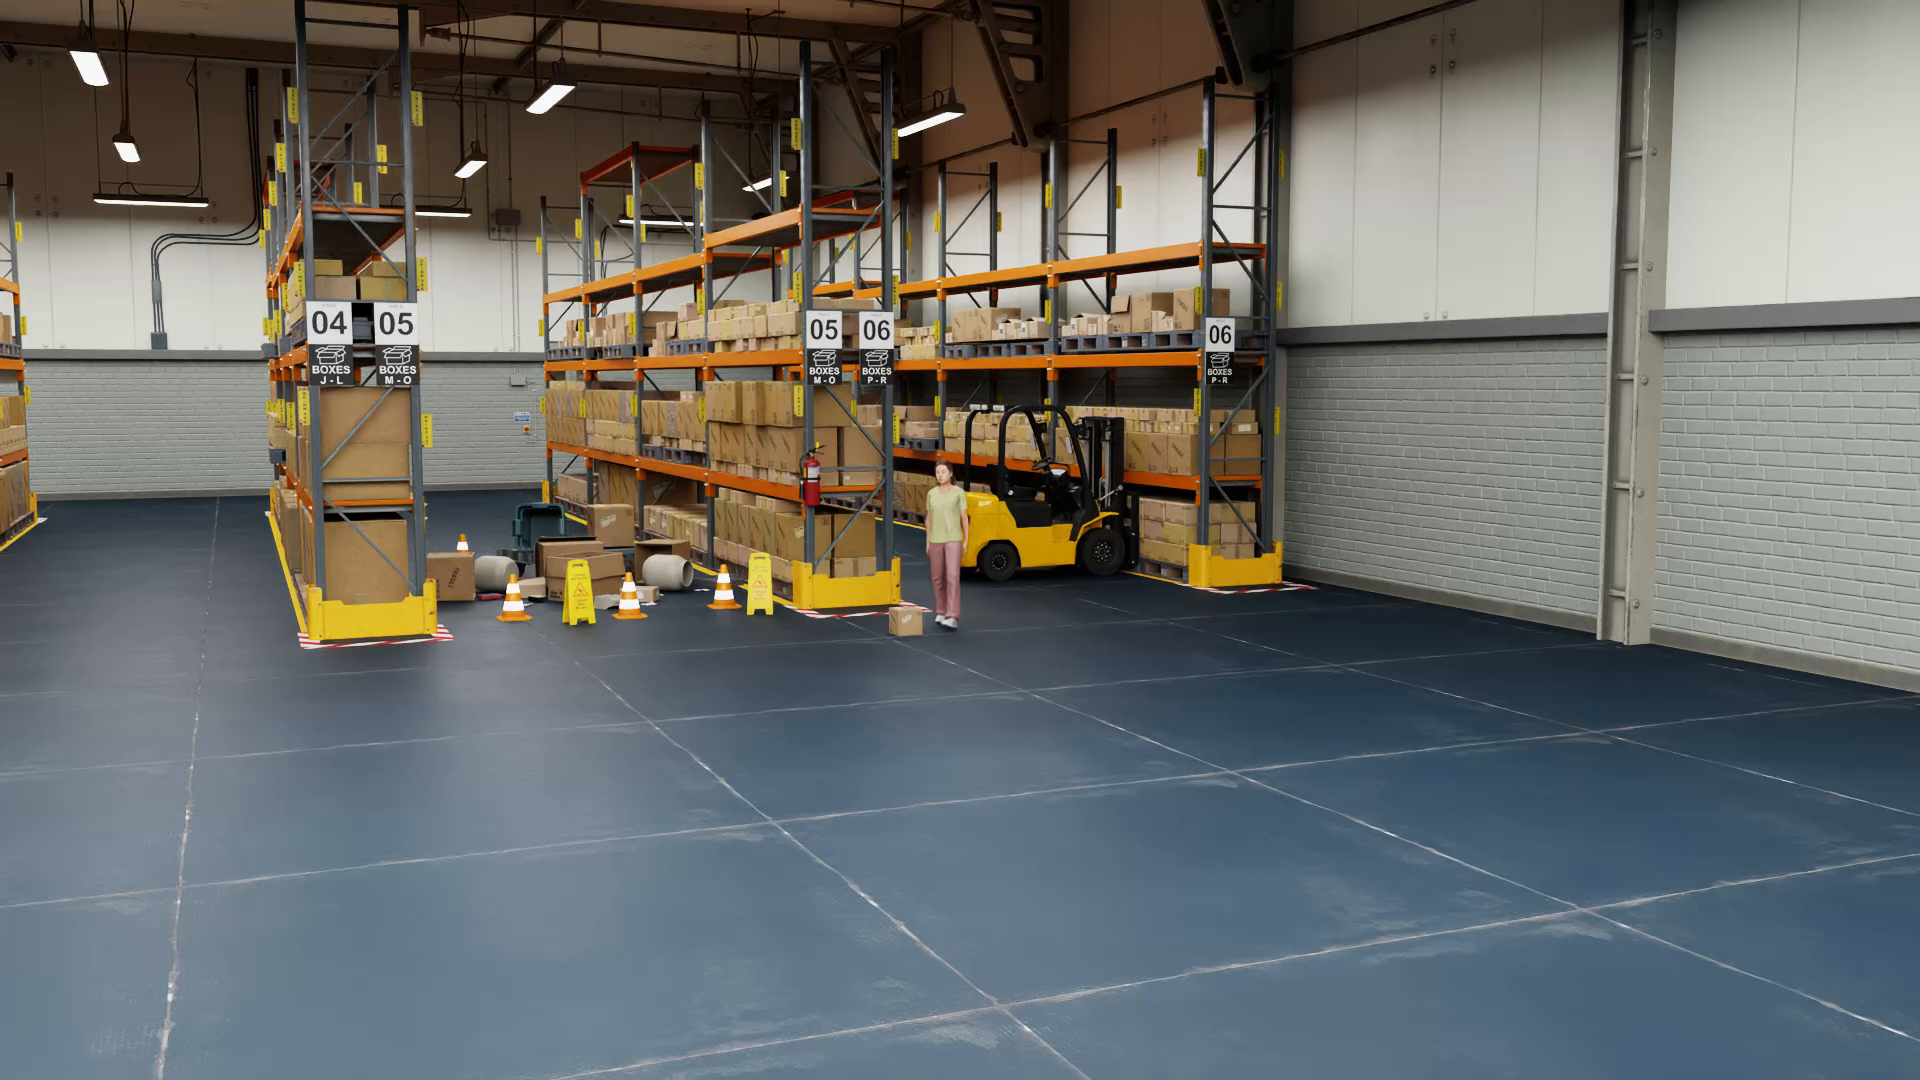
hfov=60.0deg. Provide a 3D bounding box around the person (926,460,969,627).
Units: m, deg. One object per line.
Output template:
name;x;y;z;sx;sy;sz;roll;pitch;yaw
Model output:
person;-0.162;0.032;16.601;0.447;1.659;0.716;2;6;16
